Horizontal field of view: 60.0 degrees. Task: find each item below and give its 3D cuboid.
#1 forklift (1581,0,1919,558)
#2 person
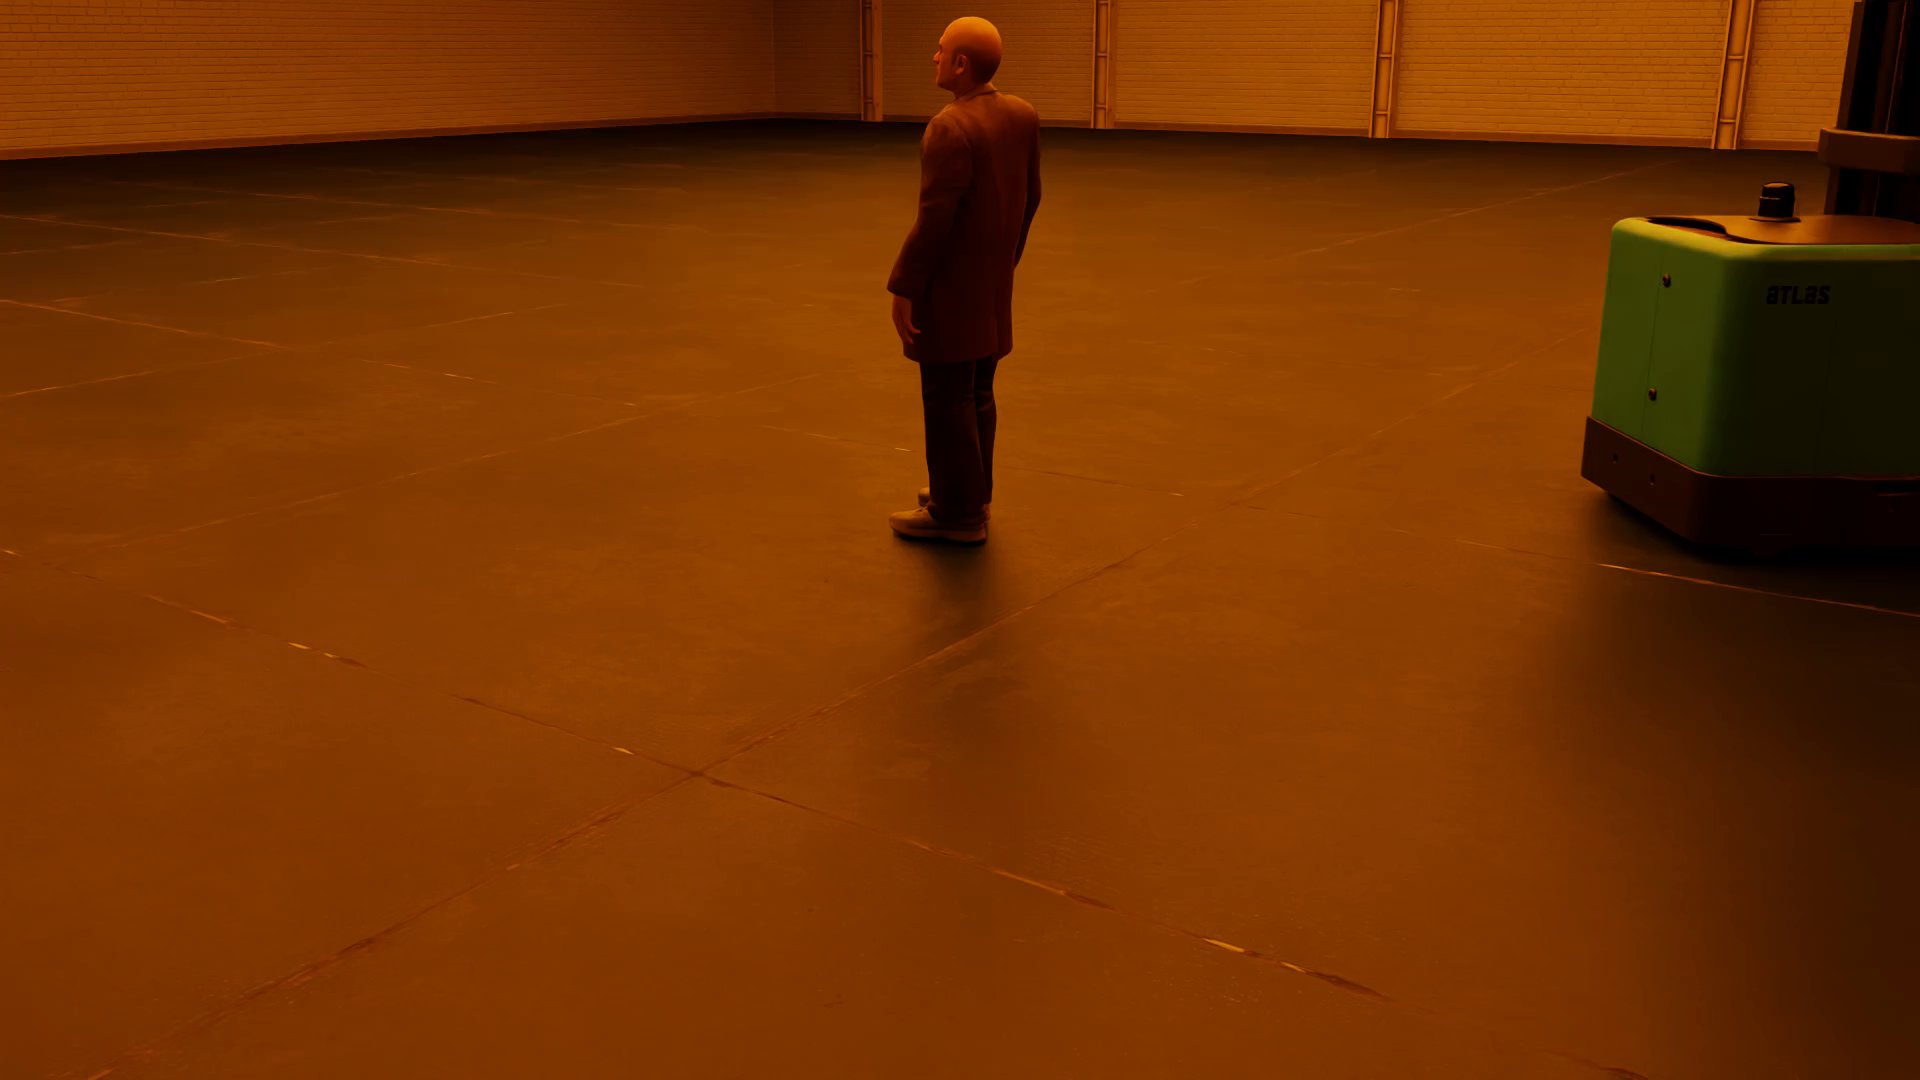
[{"bbox_3d":[3.978,-1.486,5.802,3.031,2.935,1.130,-1,17,-3],"label":"forklift"},{"bbox_3d":[-0.074,-0.874,5.745,0.579,1.778,0.696,11,20,33],"label":"person"}]
